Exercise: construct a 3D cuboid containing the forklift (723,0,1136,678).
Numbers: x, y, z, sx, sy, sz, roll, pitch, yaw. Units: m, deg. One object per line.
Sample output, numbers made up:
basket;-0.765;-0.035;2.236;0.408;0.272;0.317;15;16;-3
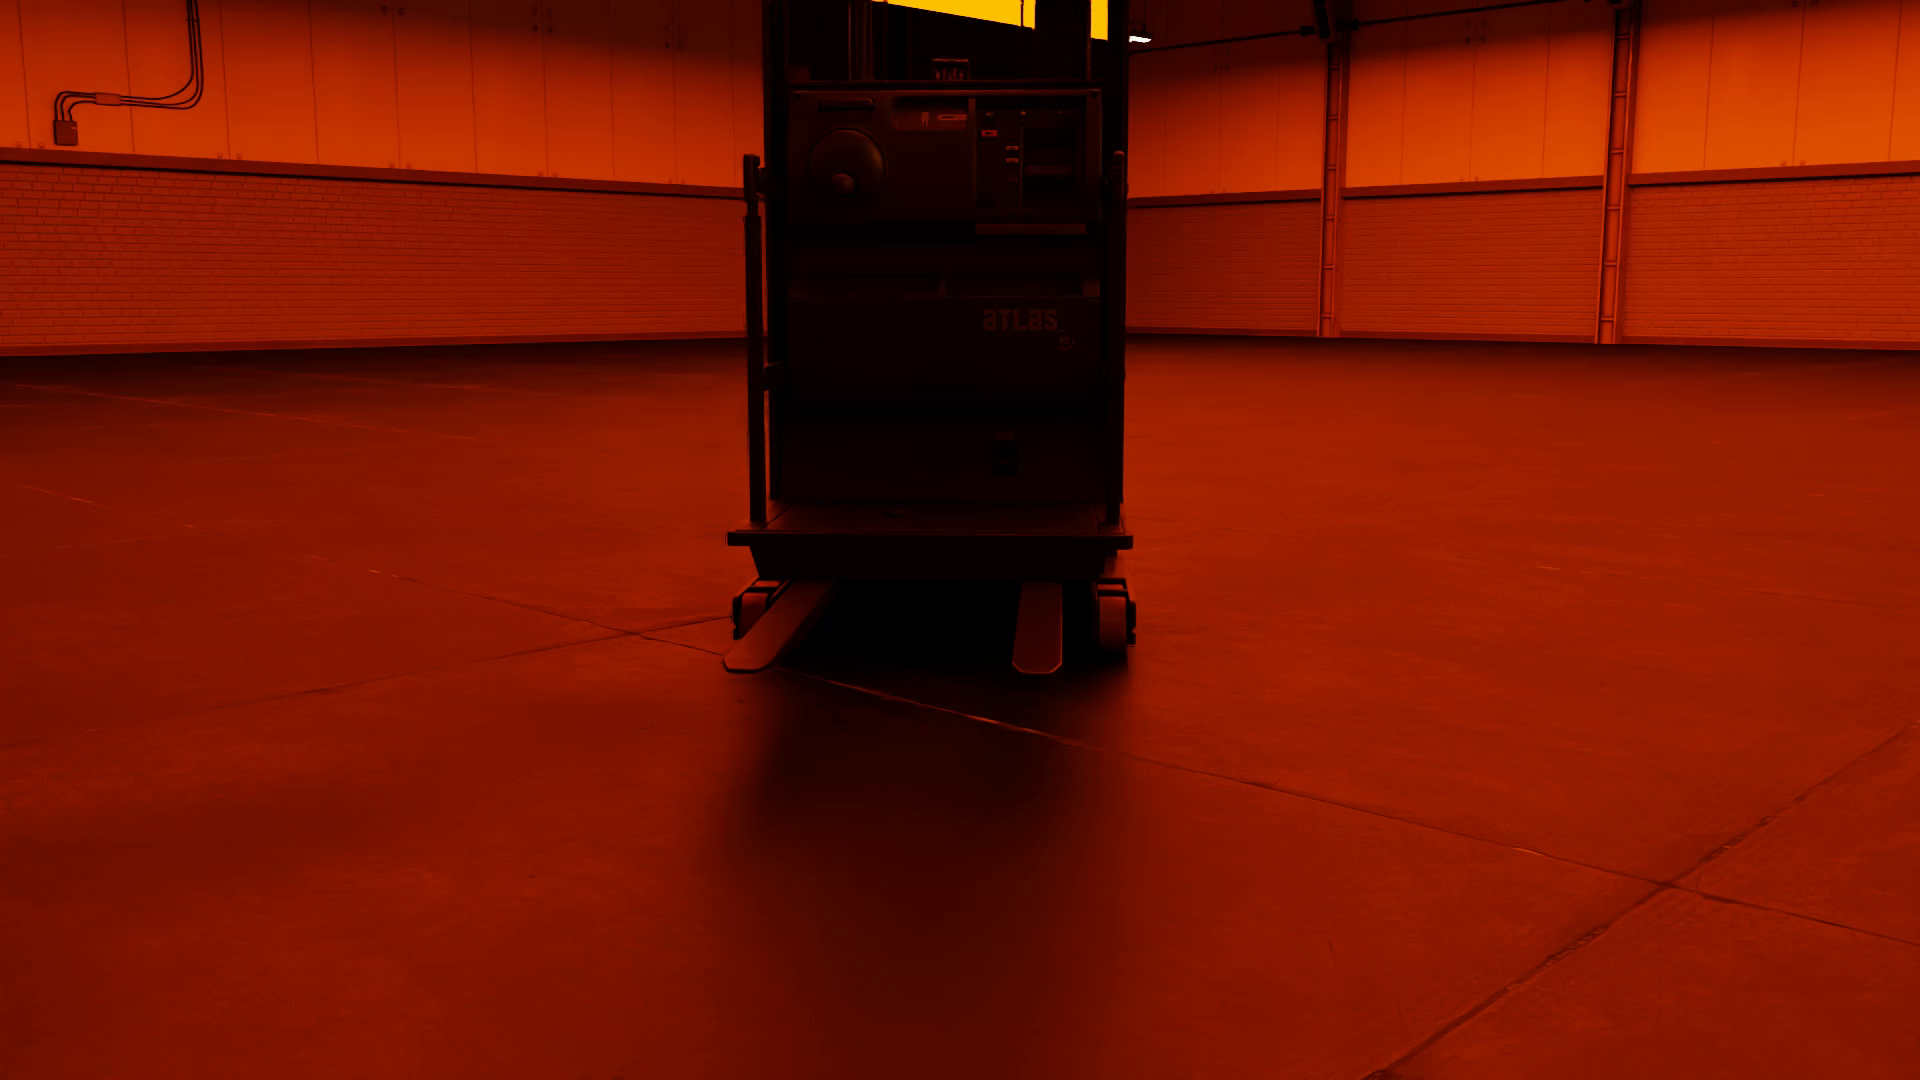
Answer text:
forklift;-0.057;-1.182;4.724;1.130;2.935;3.031;1;9;3
